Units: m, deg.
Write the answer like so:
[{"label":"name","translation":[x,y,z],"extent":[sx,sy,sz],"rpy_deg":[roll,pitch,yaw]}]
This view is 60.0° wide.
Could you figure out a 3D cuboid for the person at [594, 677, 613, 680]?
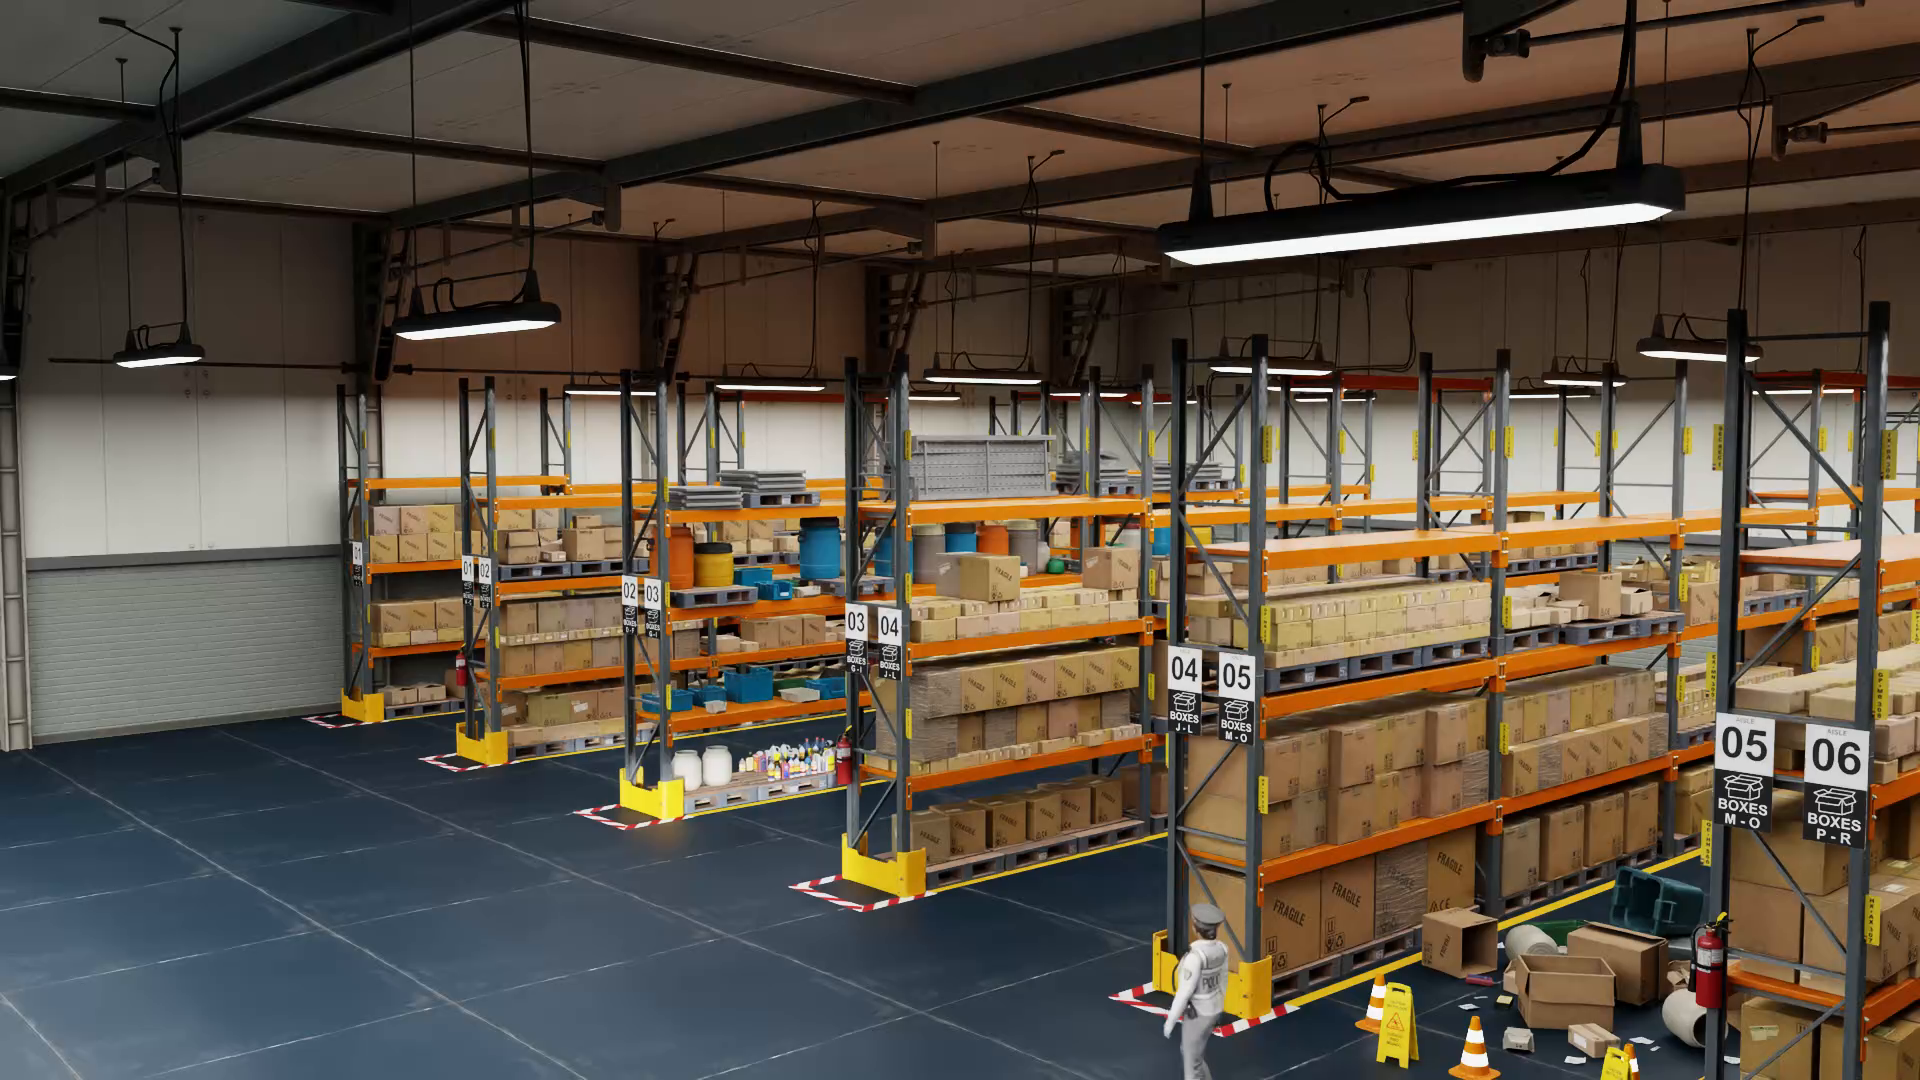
[{"label":"person","translation":[-6.334,2.390,29.513],"extent":[0.509,1.696,0.407],"rpy_deg":[-3,5,-39]}]

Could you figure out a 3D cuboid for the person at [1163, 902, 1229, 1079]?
[{"label":"person","translation":[1.738,3.539,12.301],"extent":[0.455,1.714,0.509],"rpy_deg":[2,4,26]}]
